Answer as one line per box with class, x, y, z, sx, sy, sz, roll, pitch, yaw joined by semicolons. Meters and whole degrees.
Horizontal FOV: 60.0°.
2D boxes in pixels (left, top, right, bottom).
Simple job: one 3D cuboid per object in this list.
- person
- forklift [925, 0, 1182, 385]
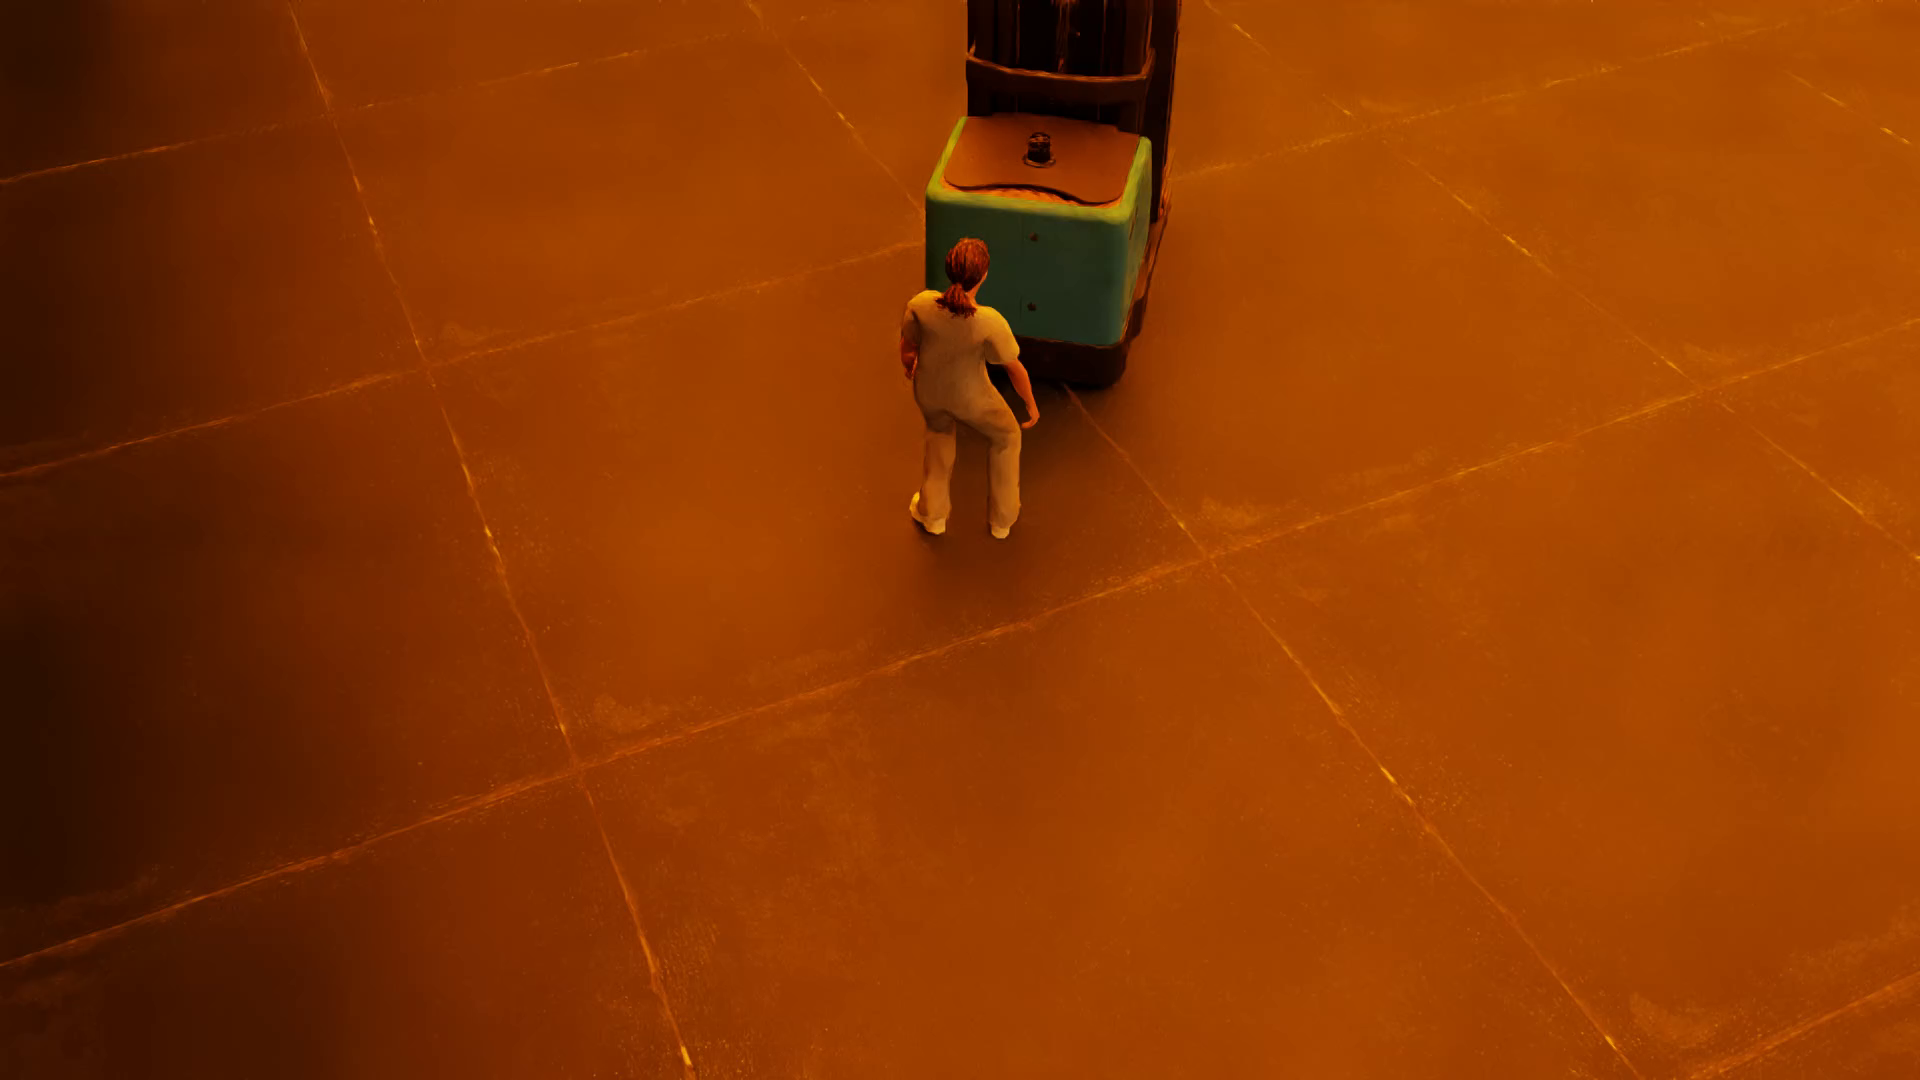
person;0.042;-0.671;7.369;0.648;1.612;0.480;13;45;14
forklift;0.637;-2.892;8.779;1.130;2.935;3.031;9;44;9
